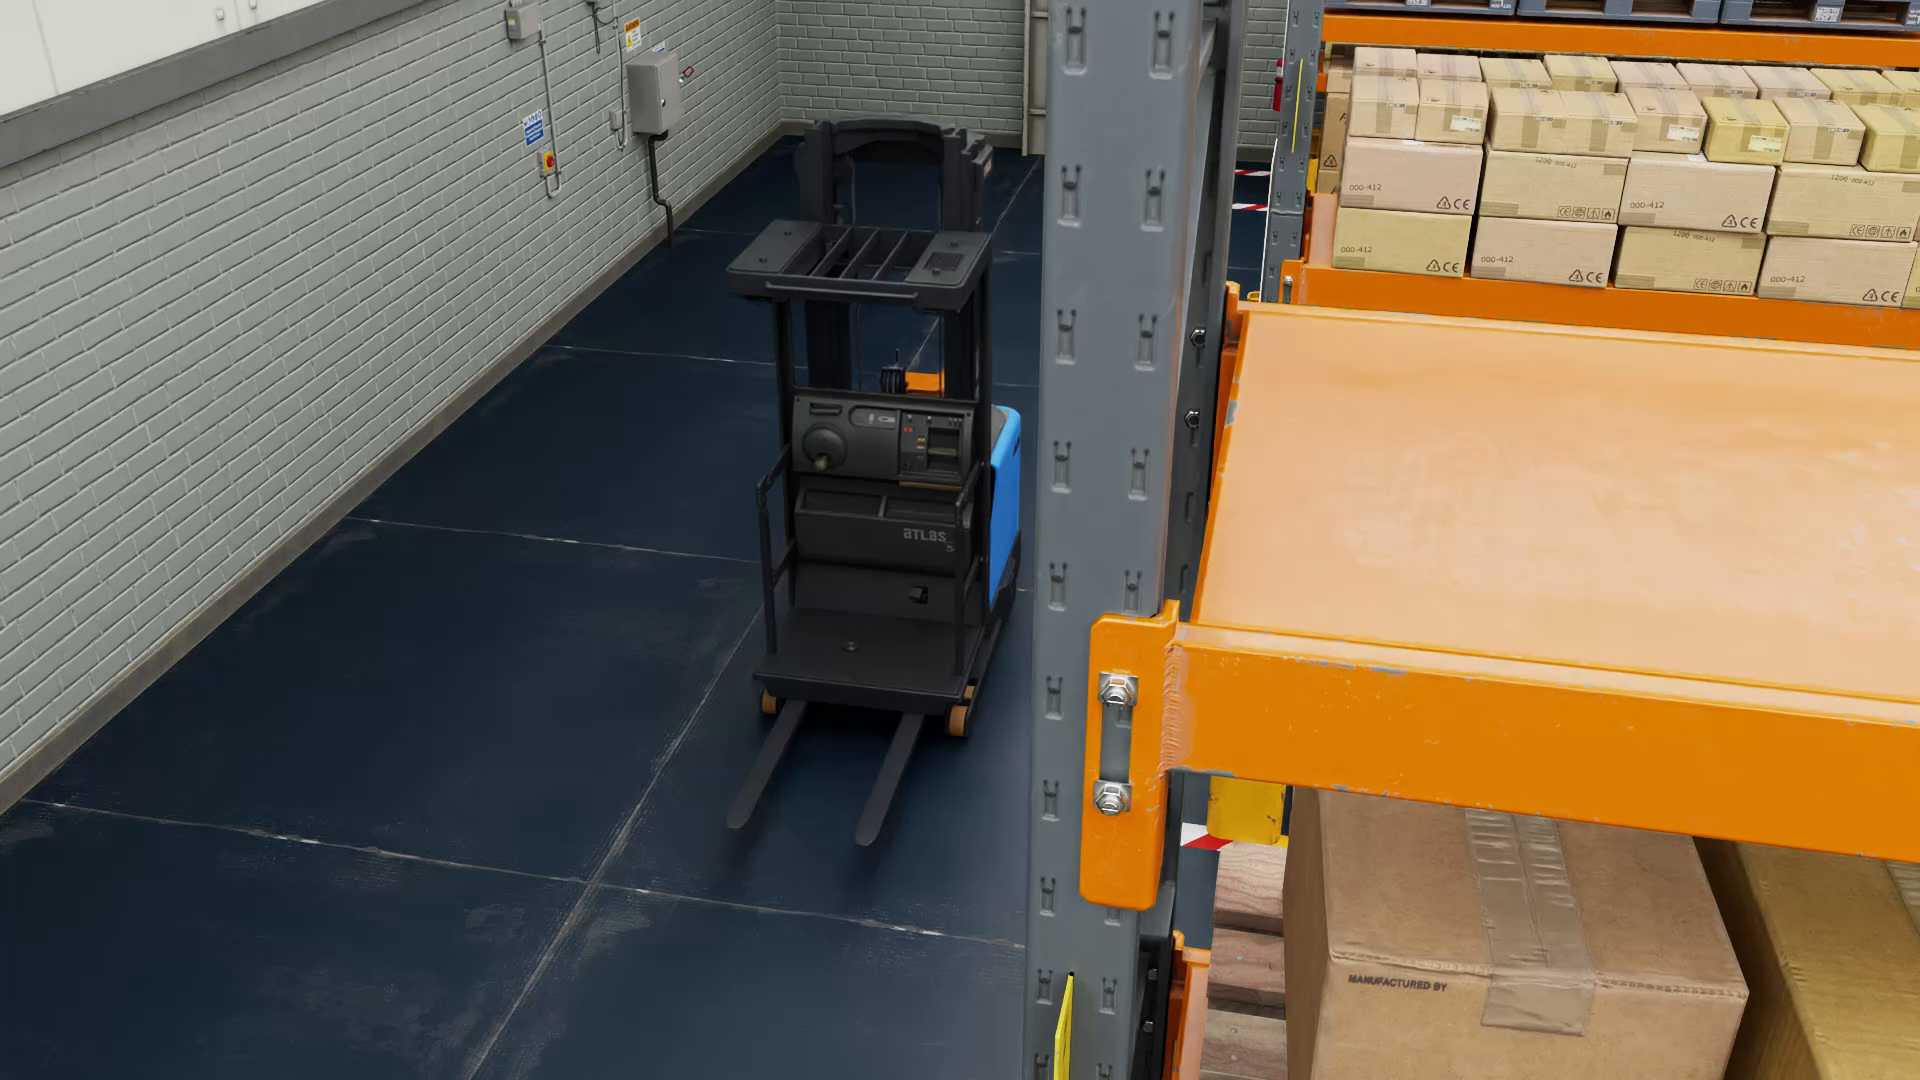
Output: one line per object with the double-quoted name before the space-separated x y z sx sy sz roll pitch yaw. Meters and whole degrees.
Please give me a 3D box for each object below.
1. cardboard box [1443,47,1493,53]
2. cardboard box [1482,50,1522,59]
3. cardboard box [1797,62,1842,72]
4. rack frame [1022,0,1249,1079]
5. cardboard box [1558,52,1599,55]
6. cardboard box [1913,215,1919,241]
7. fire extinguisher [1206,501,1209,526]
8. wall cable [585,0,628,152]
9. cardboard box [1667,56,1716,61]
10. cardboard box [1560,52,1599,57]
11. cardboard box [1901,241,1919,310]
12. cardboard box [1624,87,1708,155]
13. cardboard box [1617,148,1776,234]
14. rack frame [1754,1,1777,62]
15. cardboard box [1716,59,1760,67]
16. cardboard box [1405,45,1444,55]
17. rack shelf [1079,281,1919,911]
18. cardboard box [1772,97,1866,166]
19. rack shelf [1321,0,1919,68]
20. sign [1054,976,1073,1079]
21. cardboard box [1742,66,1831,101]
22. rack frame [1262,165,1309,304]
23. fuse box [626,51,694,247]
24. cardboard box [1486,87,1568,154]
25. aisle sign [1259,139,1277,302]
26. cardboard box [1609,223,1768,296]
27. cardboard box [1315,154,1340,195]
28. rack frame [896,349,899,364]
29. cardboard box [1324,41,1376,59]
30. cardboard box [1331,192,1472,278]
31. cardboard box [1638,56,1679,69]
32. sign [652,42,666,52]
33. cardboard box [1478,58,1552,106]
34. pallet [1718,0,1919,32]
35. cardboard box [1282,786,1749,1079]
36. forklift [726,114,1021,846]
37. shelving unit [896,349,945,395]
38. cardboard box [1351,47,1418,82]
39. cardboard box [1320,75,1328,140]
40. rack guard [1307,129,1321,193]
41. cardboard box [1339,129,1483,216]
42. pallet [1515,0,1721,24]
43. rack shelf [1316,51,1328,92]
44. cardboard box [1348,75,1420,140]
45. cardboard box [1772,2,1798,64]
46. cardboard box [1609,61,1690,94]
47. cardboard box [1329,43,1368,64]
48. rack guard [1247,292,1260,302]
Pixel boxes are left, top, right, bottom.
"cardboard box" 4.719 -4.638 15.606 0.500 0.250 0.500 5 29 10
"cardboard box" 3.704 -3.234 11.374 0.250 0.149 0.380 6 29 10
"cardboard box" 5.712 -3.051 11.040 0.250 0.149 0.380 6 29 11
"rack frame" 0.240 -0.491 1.937 0.127 3.000 1.000 6 29 11
"cardboard box" 5.727 -4.544 15.435 0.500 0.250 0.500 6 29 10
"cardboard box" 3.764 -1.281 6.140 0.500 0.250 0.500 7 29 13
"fire extinguisher" 1.224 -0.223 8.164 0.183 0.674 0.296 6 29 11
"wall cable" -2.925 -4.180 13.866 0.122 1.984 0.588 6 29 11
"cardboard box" 6.705 -4.445 15.253 0.500 0.250 0.500 7 29 12
"cardboard box" 4.214 -3.201 11.314 0.250 0.149 0.380 7 29 12
"cardboard box" 3.767 -1.056 6.249 0.500 0.250 0.500 6 29 10
"cardboard box" 2.651 -1.587 6.283 0.250 0.149 0.380 7 29 12
"cardboard box" 2.751 -1.373 6.309 0.500 0.250 0.500 6 29 11
"rack frame" 7.254 -4.443 15.405 0.127 3.000 1.000 6 29 11
"cardboard box" 5.223 -3.110 11.149 0.250 0.149 0.380 6 29 10
"cardboard box" 3.225 -3.338 11.564 0.250 0.149 0.380 6 29 10
"rack shelf" 2.195 0.201 1.840 4.000 0.370 1.077 6 29 11
"cardboard box" 3.156 -1.513 6.150 0.250 0.149 0.380 7 29 12
"rack shelf" 4.265 -3.313 10.965 4.000 0.370 1.077 6 29 11
"sign" 0.118 0.667 1.954 0.005 0.325 0.100 6 29 11
"cardboard box" 3.261 -1.762 6.604 0.250 0.149 0.380 5 29 9
"rack frame" 1.374 -0.178 7.614 0.127 3.000 1.000 6 29 11
"fuse box" -2.629 -3.474 14.976 0.414 1.711 0.539 6 29 11
"cardboard box" 2.139 -1.588 6.285 0.250 0.149 0.380 6 29 10
"aisle sign" 1.240 -1.185 6.746 0.004 0.787 0.394 6 29 11
"cardboard box" 2.780 -1.163 6.445 0.500 0.250 0.500 5 29 9
"cardboard box" 2.719 -2.374 11.521 0.500 0.500 0.500 6 29 10
"rack frame" -0.401 -0.567 10.199 0.015 1.200 0.240 6 29 11
"cardboard box" 3.729 -4.737 15.788 0.500 0.250 0.500 6 29 11
"cardboard box" 1.760 -1.263 6.628 0.500 0.250 0.500 7 29 12
"cardboard box" 4.707 -3.137 11.198 0.250 0.149 0.380 6 29 10
"sign" -2.728 -4.251 15.151 0.001 0.494 0.329 6 29 11
"cardboard box" 2.233 -1.831 6.730 0.250 0.149 0.380 5 29 9
"pallet" 5.423 -3.476 10.606 1.213 0.211 1.003 6 29 11
"cardboard box" 0.759 0.580 2.460 0.500 0.500 0.700 4 29 7
"forklift" -0.433 -0.465 8.209 1.130 2.935 3.031 6 29 10
"shelving unit" -0.162 -0.543 10.154 0.503 1.200 0.258 6 29 11
"cardboard box" 1.761 -1.927 6.905 0.250 0.149 0.380 6 29 10
"cardboard box" 2.830 -3.059 11.731 0.500 0.500 0.500 7 29 12
"rack guard" 3.416 -3.741 16.724 0.348 0.500 1.175 6 29 11
"cardboard box" 1.759 -1.481 6.505 0.500 0.250 0.500 6 29 11
"pallet" 4.233 -3.599 10.831 1.213 0.211 1.003 6 29 11
"rack shelf" 5.298 -4.328 15.944 4.000 0.370 1.077 6 29 11
"cardboard box" 1.643 -1.683 6.459 0.250 0.149 0.380 6 29 10
"cardboard box" 7.680 -4.518 14.999 0.500 0.500 0.700 7 29 12
"cardboard box" 2.749 -1.802 6.676 0.250 0.149 0.380 5 29 9
"cardboard box" 2.702 -3.338 11.565 0.250 0.149 0.380 6 29 11
"rack guard" 2.286 -1.419 12.484 0.348 0.500 1.175 6 29 11
